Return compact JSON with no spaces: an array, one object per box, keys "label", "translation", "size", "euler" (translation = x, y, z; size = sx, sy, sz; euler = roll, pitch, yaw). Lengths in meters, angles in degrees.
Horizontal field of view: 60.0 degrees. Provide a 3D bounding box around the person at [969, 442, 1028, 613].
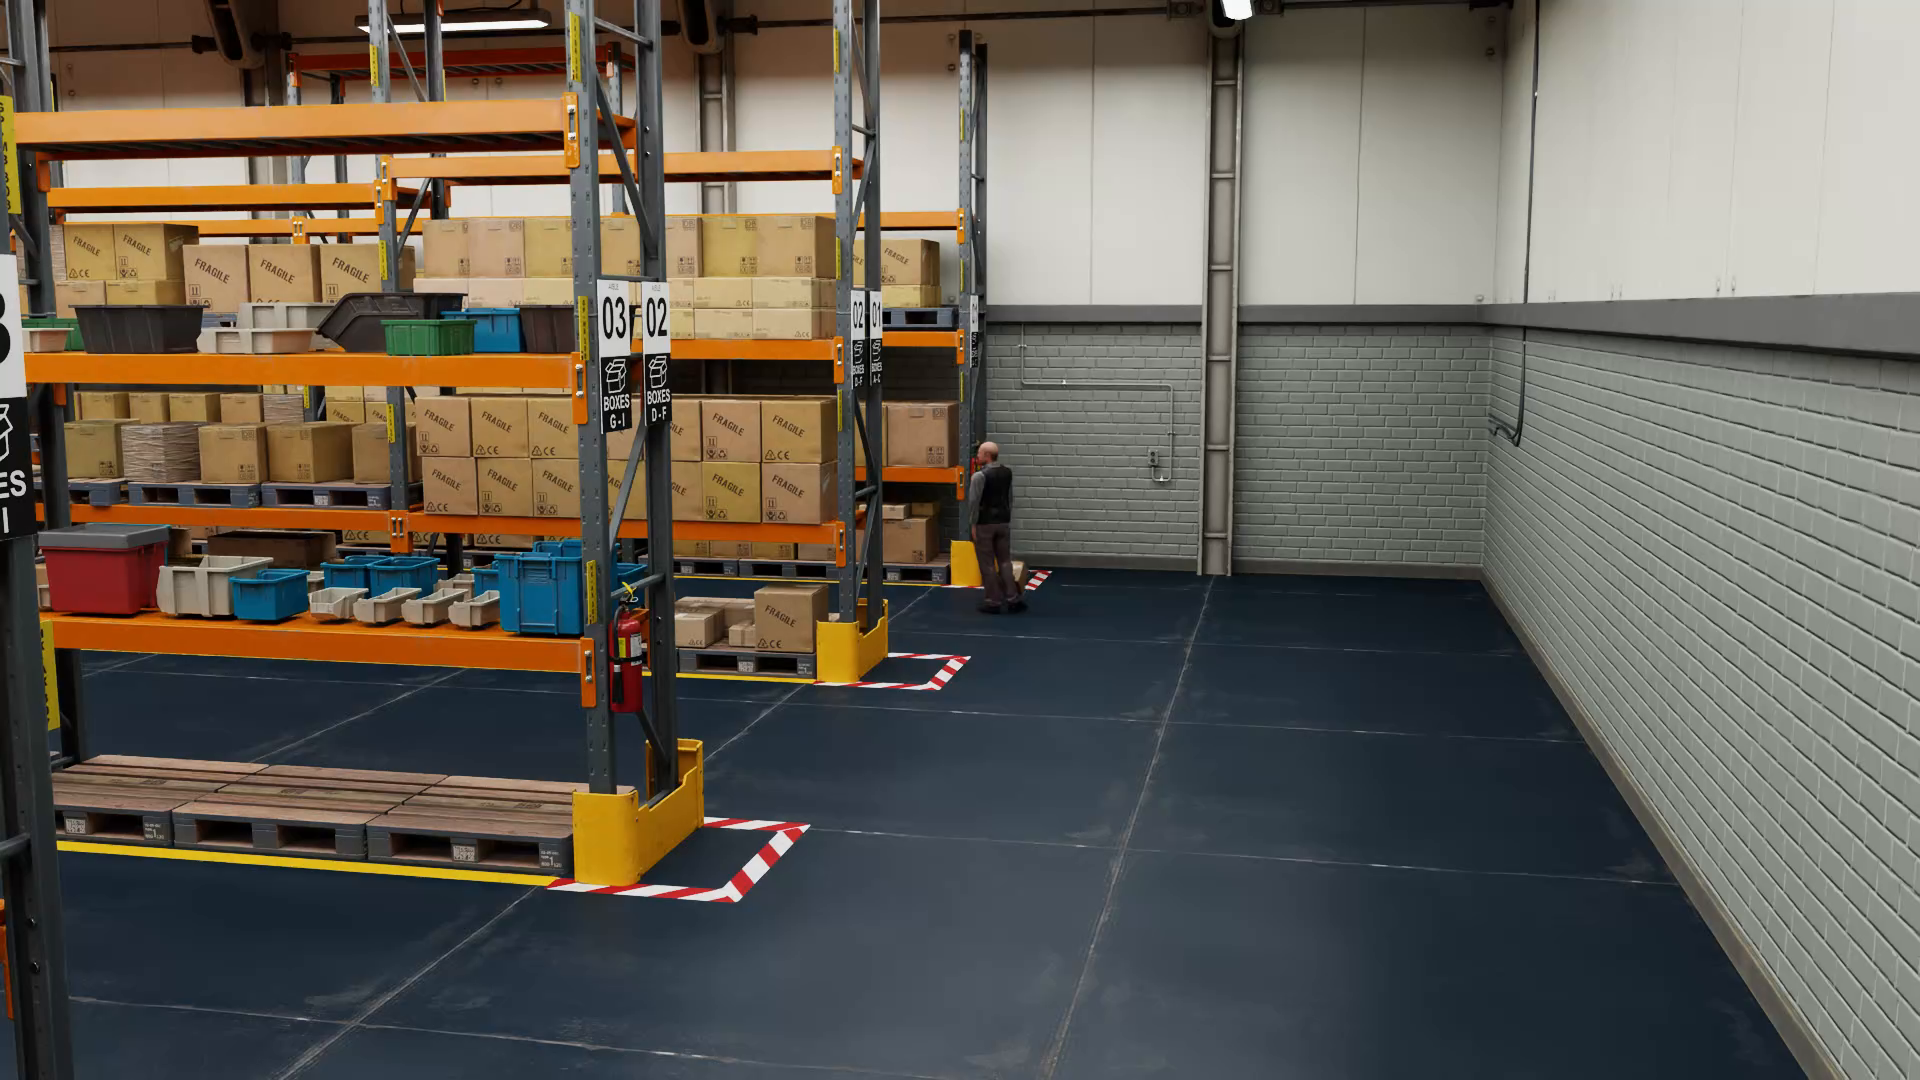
[{"label":"person","translation":[0.358,-0.135,16.775],"size":[0.678,1.723,0.418],"euler":[-5,10,-35]}]
